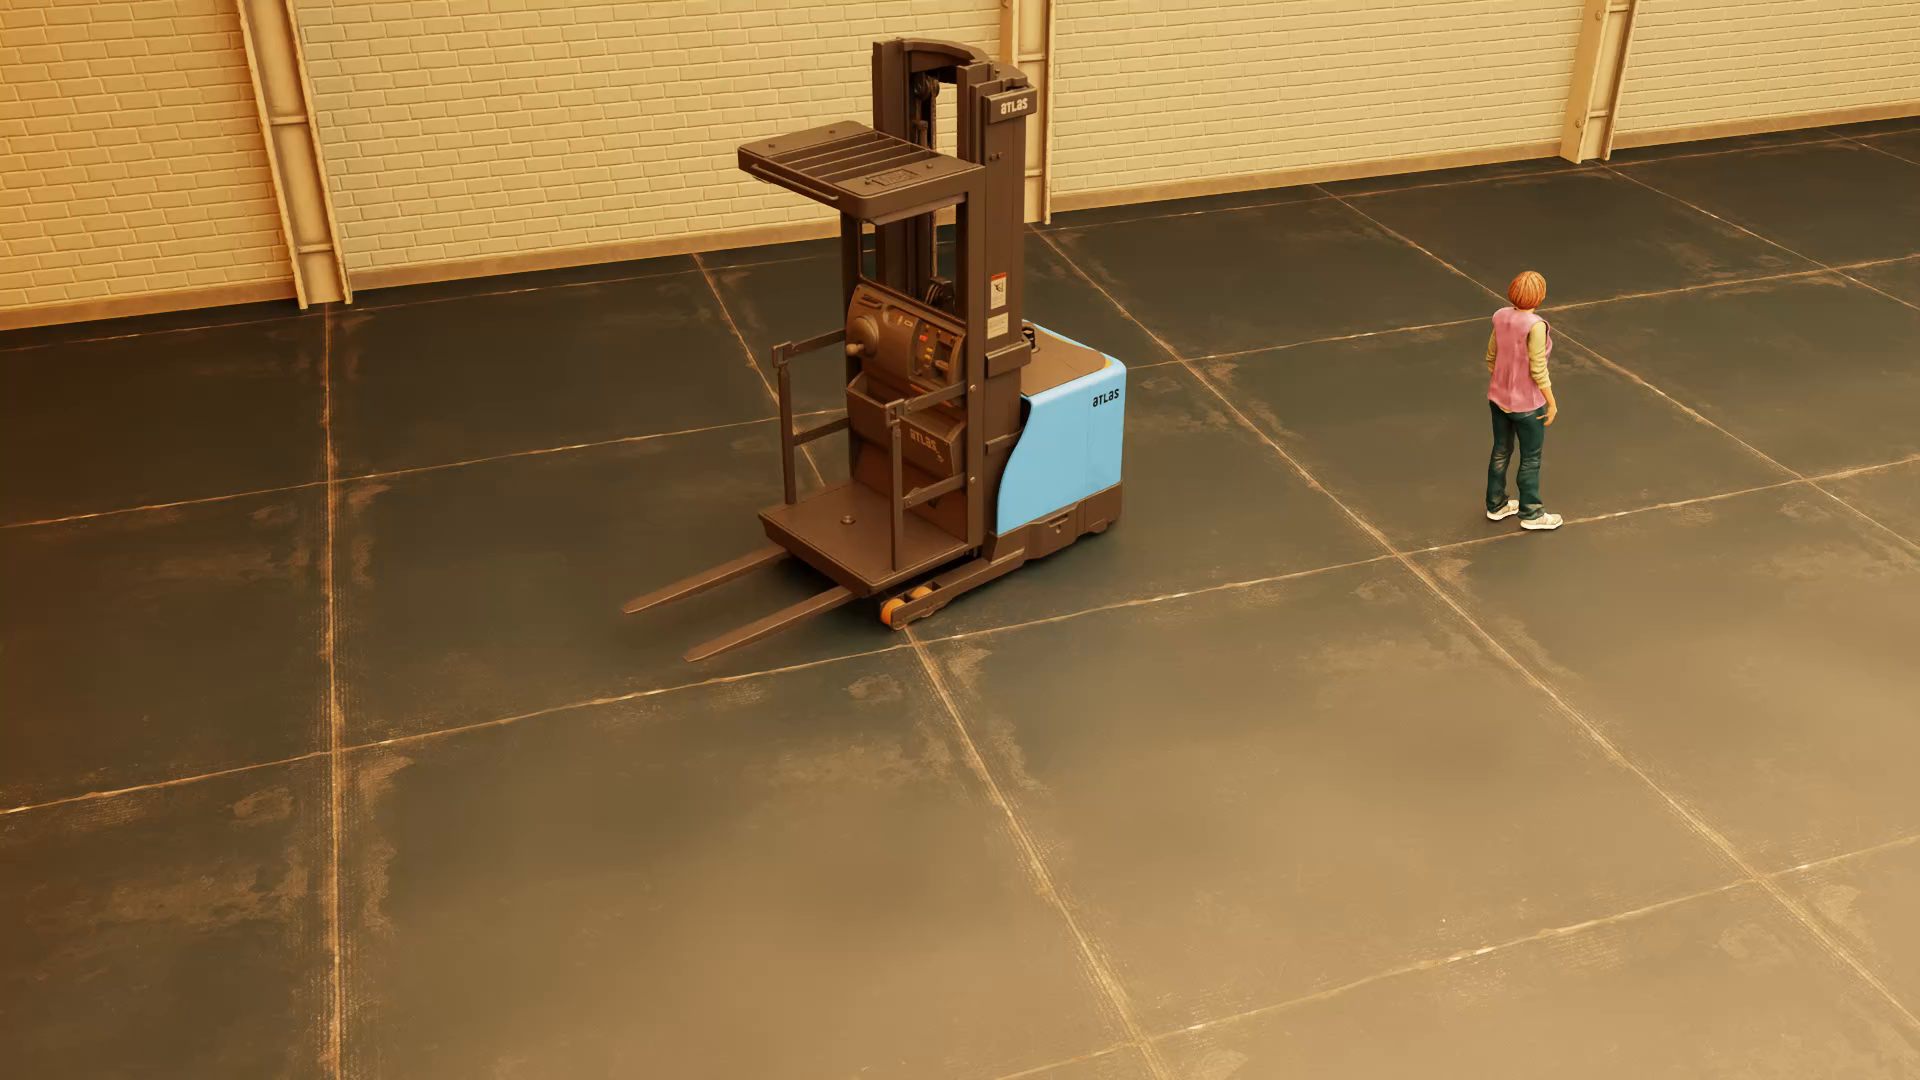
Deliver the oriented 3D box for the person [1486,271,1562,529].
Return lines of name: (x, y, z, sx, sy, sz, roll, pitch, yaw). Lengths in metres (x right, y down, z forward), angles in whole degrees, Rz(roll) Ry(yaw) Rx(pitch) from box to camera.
person: (3.370, -0.839, 9.869, 0.473, 1.599, 0.521, -14, 33, -22)

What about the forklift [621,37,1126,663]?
forklift: (-0.461, -1.072, 8.951, 3.031, 2.935, 1.130, -23, 37, -34)
